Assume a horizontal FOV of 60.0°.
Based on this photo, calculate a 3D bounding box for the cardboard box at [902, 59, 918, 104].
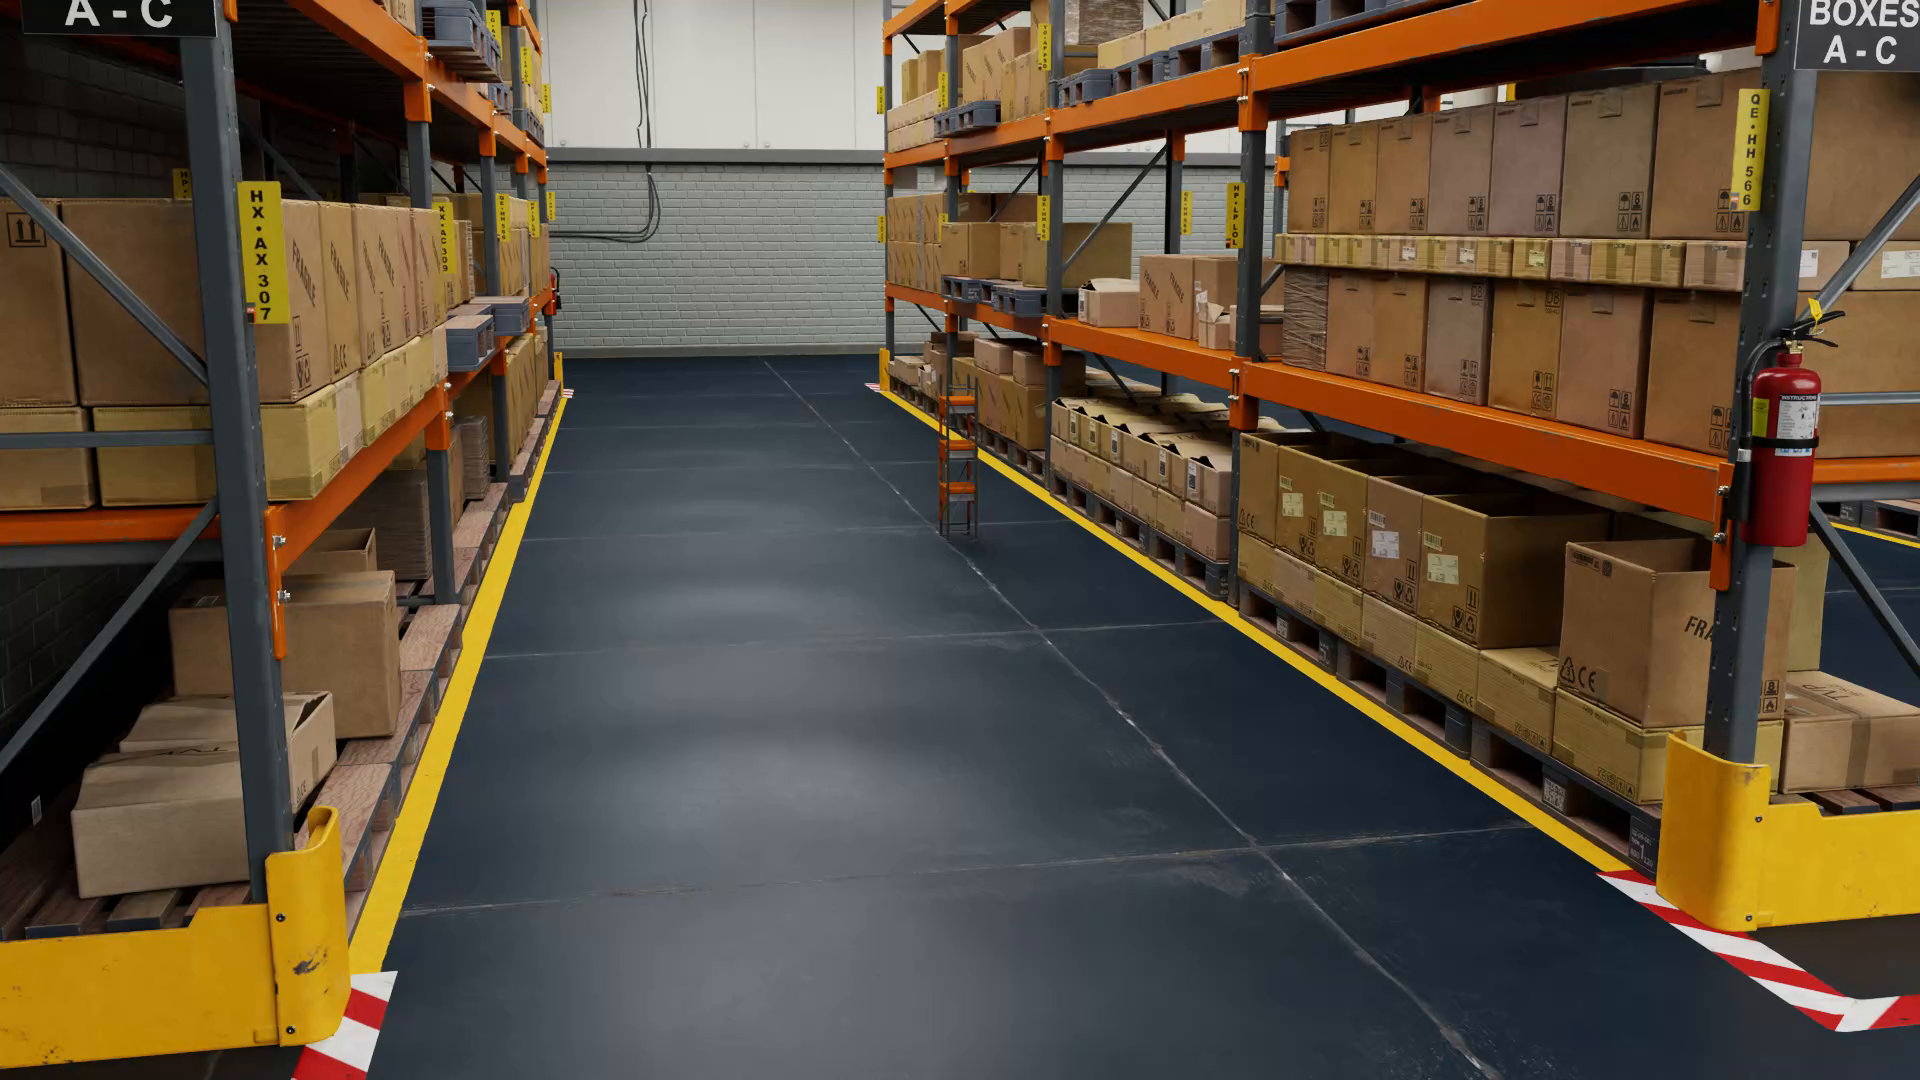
[{"bbox_3d":[-0.275,-5.162,18.832,0.700,0.500,0.500,-2,11,-11],"label":"cardboard box"}]

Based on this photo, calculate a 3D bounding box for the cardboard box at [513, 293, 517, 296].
[{"bbox_3d":[-3.972,-2.069,14.162,0.380,0.149,0.250,-2,11,-11],"label":"cardboard box"}]

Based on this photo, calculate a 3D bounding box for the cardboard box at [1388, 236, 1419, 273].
[{"bbox_3d":[2.046,-1.211,7.035,0.380,0.149,0.250,-2,11,-13],"label":"cardboard box"}]

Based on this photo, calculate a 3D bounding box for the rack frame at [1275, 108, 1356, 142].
[{"bbox_3d":[4.454,-6.463,20.587,1.000,3.000,0.127,-2,11,-11],"label":"rack frame"}]

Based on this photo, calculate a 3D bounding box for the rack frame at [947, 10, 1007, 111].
[{"bbox_3d":[0.373,-5.550,15.789,1.000,3.000,0.127,-2,11,-11],"label":"rack frame"}]

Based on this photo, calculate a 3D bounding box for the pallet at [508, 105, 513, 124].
[{"bbox_3d":[-4.259,-3.635,14.264,0.805,0.209,1.217,-3,11,-13],"label":"pallet"}]

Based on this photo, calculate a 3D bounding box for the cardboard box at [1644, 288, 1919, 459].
[{"bbox_3d":[2.628,-0.537,5.230,0.700,0.500,0.500,-2,11,-11],"label":"cardboard box"}]

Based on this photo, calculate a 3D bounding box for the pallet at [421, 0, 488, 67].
[{"bbox_3d":[-2.945,-2.453,8.044,1.213,0.211,1.003,-2,11,-11],"label":"pallet"}]

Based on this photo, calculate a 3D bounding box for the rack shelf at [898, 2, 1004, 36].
[{"bbox_3d":[-0.016,-5.632,17.771,0.831,0.071,3.687,-2,11,-11],"label":"rack shelf"}]

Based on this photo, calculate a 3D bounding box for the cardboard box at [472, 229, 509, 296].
[{"bbox_3d":[-3.551,-1.992,12.024,0.500,0.500,0.500,-2,11,-9],"label":"cardboard box"}]

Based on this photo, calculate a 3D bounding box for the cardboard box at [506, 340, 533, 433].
[{"bbox_3d":[-4.056,-1.295,14.105,0.750,0.750,0.750,-2,11,-9],"label":"cardboard box"}]

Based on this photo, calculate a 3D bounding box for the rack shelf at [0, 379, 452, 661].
[{"bbox_3d":[-2.541,-0.235,5.832,1.077,0.370,4.000,-2,11,-11],"label":"rack shelf"}]

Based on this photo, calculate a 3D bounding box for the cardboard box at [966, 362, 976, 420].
[{"bbox_3d":[0.342,-1.396,15.518,0.500,0.500,0.500,-2,11,-10],"label":"cardboard box"}]

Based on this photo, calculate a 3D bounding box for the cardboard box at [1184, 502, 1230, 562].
[{"bbox_3d":[1.564,-0.057,9.204,0.500,0.250,0.500,-2,11,-12],"label":"cardboard box"}]

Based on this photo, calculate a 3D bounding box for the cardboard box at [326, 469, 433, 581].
[{"bbox_3d":[-3.089,-0.078,8.590,0.700,0.500,0.500,-2,11,-9],"label":"cardboard box"}]

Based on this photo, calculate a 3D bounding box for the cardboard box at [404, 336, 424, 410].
[{"bbox_3d":[-2.339,-0.632,6.342,0.500,0.250,0.500,-2,11,-11],"label":"cardboard box"}]

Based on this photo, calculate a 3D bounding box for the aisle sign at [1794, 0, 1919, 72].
[{"bbox_3d":[2.431,-1.657,4.425,0.394,0.787,0.004,-2,11,-11],"label":"aisle sign"}]

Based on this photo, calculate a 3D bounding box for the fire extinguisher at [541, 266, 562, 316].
[{"bbox_3d":[-4.840,-2.979,19.530,0.296,0.674,0.183,-2,11,-11],"label":"fire extinguisher"}]

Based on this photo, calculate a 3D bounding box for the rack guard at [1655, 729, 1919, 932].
[{"bbox_3d":[2.711,0.830,4.998,1.175,0.500,0.348,-2,11,-11],"label":"rack guard"}]

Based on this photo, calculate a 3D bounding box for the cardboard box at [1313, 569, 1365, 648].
[{"bbox_3d":[1.906,0.289,7.389,0.500,0.250,0.500,-2,11,-11],"label":"cardboard box"}]

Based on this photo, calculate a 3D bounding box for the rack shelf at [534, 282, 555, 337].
[{"bbox_3d":[-4.875,-2.436,17.395,1.077,0.370,4.000,-2,11,-11],"label":"rack shelf"}]

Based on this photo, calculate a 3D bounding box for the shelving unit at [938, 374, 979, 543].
[{"bbox_3d":[-0.010,-0.526,10.650,0.215,1.050,0.252,-2,11,-11],"label":"shelving unit"}]

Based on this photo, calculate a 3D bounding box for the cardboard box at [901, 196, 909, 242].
[{"bbox_3d":[-0.376,-3.598,18.639,0.500,0.500,0.500,-2,11,-10],"label":"cardboard box"}]

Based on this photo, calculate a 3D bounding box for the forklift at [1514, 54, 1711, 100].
[{"bbox_3d":[3.823,-1.277,9.565,1.130,2.935,3.031,8,13,37],"label":"forklift"}]

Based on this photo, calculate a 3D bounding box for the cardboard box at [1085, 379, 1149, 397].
[{"bbox_3d":[1.235,-1.047,13.685,0.500,0.500,0.500,-3,11,-13],"label":"cardboard box"}]

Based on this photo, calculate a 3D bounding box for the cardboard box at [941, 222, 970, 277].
[{"bbox_3d":[0.245,-2.763,15.803,0.700,0.500,0.500,-6,12,-30],"label":"cardboard box"}]

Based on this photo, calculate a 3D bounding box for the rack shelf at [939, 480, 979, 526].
[{"bbox_3d":[-0.010,-0.242,10.704,0.215,0.259,0.240,-2,11,-11],"label":"rack shelf"}]

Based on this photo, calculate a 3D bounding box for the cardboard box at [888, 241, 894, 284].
[{"bbox_3d":[-0.578,-3.295,19.717,0.500,0.500,0.500,-2,11,-10],"label":"cardboard box"}]

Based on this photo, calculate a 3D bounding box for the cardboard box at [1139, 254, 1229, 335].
[{"bbox_3d":[1.493,-1.611,10.873,0.500,0.500,0.500,-3,11,-14],"label":"cardboard box"}]

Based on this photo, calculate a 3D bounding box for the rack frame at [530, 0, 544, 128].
[{"bbox_3d":[-5.264,-6.103,18.694,1.000,3.000,0.127,-2,11,-11],"label":"rack frame"}]

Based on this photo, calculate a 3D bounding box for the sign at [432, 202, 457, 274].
[{"bbox_3d":[-2.399,-1.401,7.722,0.100,0.325,0.005,-2,11,-11],"label":"sign"}]

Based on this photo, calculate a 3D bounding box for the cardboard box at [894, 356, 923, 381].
[{"bbox_3d":[-0.481,-2.000,19.361,0.500,0.250,0.500,-2,11,-11],"label":"cardboard box"}]

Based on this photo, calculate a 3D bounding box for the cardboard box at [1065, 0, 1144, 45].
[{"bbox_3d":[1.072,-3.964,12.534,0.500,0.500,0.500,-2,11,-11],"label":"cardboard box"}]

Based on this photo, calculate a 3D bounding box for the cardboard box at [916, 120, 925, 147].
[{"bbox_3d":[-0.175,-4.266,17.466,0.500,0.250,0.500,-2,11,-11],"label":"cardboard box"}]

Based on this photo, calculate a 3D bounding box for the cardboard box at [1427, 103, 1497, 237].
[{"bbox_3d":[2.314,-1.465,6.634,0.700,0.500,0.500,-2,11,-11],"label":"cardboard box"}]

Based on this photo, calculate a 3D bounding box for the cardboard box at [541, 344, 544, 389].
[{"bbox_3d":[-4.834,-1.825,17.827,0.700,0.500,0.500,-2,11,-13],"label":"cardboard box"}]

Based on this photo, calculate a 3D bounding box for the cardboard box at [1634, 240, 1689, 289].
[{"bbox_3d":[2.393,-0.881,5.301,0.380,0.149,0.250,-2,11,-10],"label":"cardboard box"}]

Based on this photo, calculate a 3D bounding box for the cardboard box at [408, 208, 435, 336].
[{"bbox_3d":[-2.432,-1.093,6.757,0.500,0.500,0.500,-2,11,-11],"label":"cardboard box"}]

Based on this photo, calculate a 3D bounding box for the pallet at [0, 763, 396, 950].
[{"bbox_3d":[-2.290,0.984,4.961,1.003,0.211,1.213,-2,11,-11],"label":"pallet"}]

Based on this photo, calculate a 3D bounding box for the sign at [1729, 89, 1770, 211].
[{"bbox_3d":[2.172,-1.070,4.566,0.100,0.325,0.005,-2,11,-11],"label":"sign"}]

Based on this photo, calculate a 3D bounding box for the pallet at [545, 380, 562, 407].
[{"bbox_3d":[-5.031,-1.642,18.760,1.003,0.211,1.213,-2,11,-11],"label":"pallet"}]

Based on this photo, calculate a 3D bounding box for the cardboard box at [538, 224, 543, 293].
[{"bbox_3d":[-4.863,-2.937,17.302,0.980,0.700,0.700,-3,11,-14],"label":"cardboard box"}]

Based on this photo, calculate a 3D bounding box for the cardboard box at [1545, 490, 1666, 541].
[{"bbox_3d":[2.612,0.085,6.455,0.500,0.500,0.500,-2,11,-11],"label":"cardboard box"}]

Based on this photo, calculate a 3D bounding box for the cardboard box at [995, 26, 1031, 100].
[{"bbox_3d":[0.660,-4.042,14.228,0.600,0.600,0.600,-3,11,-13],"label":"cardboard box"}]

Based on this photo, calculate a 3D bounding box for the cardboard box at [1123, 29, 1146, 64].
[{"bbox_3d":[1.414,-3.299,11.262,0.500,0.250,0.500,-2,11,-9],"label":"cardboard box"}]

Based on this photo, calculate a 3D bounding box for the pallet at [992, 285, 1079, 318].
[{"bbox_3d":[0.950,-1.897,13.154,1.213,0.211,1.003,-2,11,-11],"label":"pallet"}]

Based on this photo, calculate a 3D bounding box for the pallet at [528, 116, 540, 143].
[{"bbox_3d":[-4.868,-4.226,17.092,1.003,0.211,1.213,-2,11,-11],"label":"pallet"}]

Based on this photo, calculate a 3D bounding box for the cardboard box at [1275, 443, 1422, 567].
[{"bbox_3d":[1.817,-0.172,7.802,0.500,0.500,0.500,-2,11,-11],"label":"cardboard box"}]

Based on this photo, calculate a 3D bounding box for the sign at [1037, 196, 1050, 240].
[{"bbox_3d":[0.620,-2.378,12.282,0.100,0.325,0.005,-2,11,-11],"label":"sign"}]

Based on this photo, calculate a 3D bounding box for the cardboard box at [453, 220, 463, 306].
[{"bbox_3d":[-3.342,-1.640,9.848,0.700,0.500,0.500,-2,11,-11],"label":"cardboard box"}]

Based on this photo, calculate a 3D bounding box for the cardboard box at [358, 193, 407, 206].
[{"bbox_3d":[-4.050,-2.336,11.824,0.500,0.250,0.500,-2,11,-9],"label":"cardboard box"}]

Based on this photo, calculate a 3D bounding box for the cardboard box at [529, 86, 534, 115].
[{"bbox_3d":[-4.447,-4.308,16.295,0.500,0.250,0.500,-2,11,-12],"label":"cardboard box"}]

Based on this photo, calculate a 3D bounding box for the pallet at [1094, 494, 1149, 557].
[{"bbox_3d":[1.506,-0.124,10.783,1.003,0.211,1.213,-2,11,-11],"label":"pallet"}]

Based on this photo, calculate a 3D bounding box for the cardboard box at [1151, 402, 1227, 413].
[{"bbox_3d":[1.602,-0.818,11.704,0.500,0.311,0.500,-2,11,-12],"label":"cardboard box"}]
